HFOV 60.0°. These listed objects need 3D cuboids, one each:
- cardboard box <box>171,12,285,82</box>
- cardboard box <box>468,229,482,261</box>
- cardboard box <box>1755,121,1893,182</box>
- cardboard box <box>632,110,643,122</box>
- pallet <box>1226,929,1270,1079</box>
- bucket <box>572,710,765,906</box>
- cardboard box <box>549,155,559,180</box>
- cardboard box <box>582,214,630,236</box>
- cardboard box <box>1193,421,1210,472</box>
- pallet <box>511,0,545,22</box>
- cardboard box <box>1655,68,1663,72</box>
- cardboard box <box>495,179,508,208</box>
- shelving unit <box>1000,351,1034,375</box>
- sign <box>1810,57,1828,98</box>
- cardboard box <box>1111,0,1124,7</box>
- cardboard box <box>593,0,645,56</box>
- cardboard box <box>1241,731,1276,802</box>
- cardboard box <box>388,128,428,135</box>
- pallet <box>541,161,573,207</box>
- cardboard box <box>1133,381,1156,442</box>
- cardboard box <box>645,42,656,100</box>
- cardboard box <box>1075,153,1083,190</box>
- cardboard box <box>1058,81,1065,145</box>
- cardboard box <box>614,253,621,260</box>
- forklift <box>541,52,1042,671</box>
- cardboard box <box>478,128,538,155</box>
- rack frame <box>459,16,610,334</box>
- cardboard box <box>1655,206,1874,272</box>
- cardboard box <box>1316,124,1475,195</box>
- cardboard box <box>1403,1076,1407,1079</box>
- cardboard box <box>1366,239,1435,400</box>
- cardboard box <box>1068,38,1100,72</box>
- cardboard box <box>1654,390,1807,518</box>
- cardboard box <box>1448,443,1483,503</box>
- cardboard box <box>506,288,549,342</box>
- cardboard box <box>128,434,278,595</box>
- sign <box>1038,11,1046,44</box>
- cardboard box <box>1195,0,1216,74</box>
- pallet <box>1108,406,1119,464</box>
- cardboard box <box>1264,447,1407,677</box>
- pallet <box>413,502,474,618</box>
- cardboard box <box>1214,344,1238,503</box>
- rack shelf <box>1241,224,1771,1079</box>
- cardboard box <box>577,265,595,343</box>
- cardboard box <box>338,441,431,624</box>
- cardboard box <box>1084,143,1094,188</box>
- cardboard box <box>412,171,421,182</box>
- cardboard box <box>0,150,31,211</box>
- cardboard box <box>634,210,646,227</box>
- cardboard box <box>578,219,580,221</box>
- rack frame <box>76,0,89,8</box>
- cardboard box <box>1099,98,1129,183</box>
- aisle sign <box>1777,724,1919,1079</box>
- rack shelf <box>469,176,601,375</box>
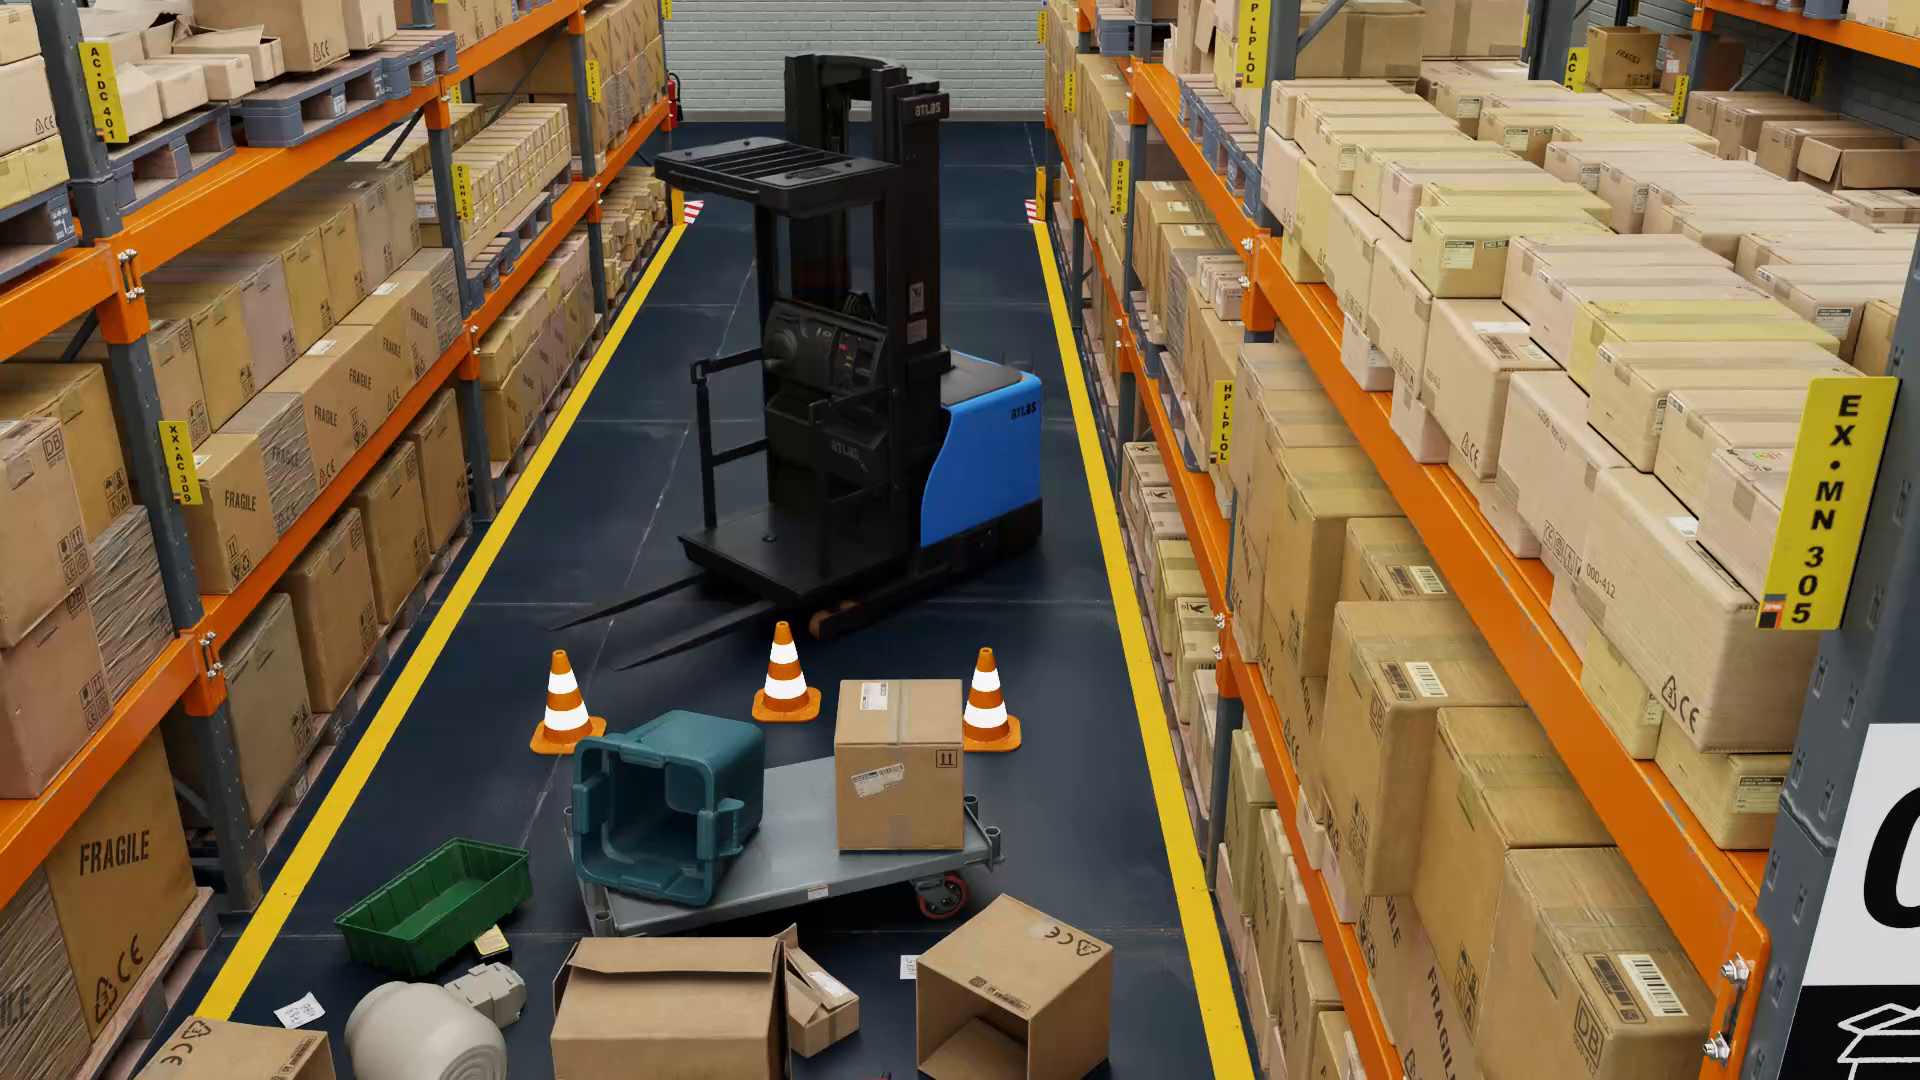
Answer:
[{"bbox_3d":[-3.216,-2.162,7.282,0.396,0.266,0.258,0,24,-1],"label":"cardboard box"},{"bbox_3d":[-3.257,-1.868,10.536,0.380,0.149,0.250,1,24,2],"label":"cardboard box"},{"bbox_3d":[6.213,-2.731,12.018,0.700,0.500,0.500,0,24,-1],"label":"cardboard box"},{"bbox_3d":[-3.269,-4.125,16.035,0.380,0.149,0.250,-1,24,-3],"label":"cardboard box"},{"bbox_3d":[1.584,1.636,6.377,1.003,0.211,1.213,0,24,-1],"label":"pallet"},{"bbox_3d":[-1.100,0.997,6.533,0.726,0.611,0.620,8,16,18],"label":"bucket"},{"bbox_3d":[-3.288,-2.848,12.703,0.380,0.149,0.250,0,24,-1],"label":"cardboard box"},{"bbox_3d":[-3.233,-2.881,15.207,0.380,0.149,0.250,0,24,1],"label":"cardboard box"},{"bbox_3d":[1.236,-0.414,7.320,0.380,0.149,0.250,-1,24,-1],"label":"cardboard box"},{"bbox_3d":[-3.580,-3.743,11.473,1.213,0.211,1.003,0,24,-1],"label":"pallet"},{"bbox_3d":[6.649,-4.546,16.483,0.500,0.250,0.500,0,24,0],"label":"cardboard box"},{"bbox_3d":[-3.271,-2.336,11.210,0.380,0.149,0.250,0,24,0],"label":"cardboard box"},{"bbox_3d":[0.351,-0.639,10.389,0.215,1.050,0.252,2,24,4],"label":"shelving unit"},{"bbox_3d":[6.973,-3.763,13.525,0.100,0.325,0.005,0,24,-1],"label":"sign"},{"bbox_3d":[1.297,-3.570,10.233,0.700,0.500,0.500,-1,24,-3],"label":"cardboard box"},{"bbox_3d":[-3.264,-4.818,15.568,0.500,0.500,0.500,1,24,2],"label":"cardboard box"},{"bbox_3d":[1.219,0.809,5.951,0.380,0.149,0.250,0,24,0],"label":"cardboard box"},{"bbox_3d":[-3.937,-2.899,12.092,0.380,0.149,0.250,0,24,-1],"label":"cardboard box"},{"bbox_3d":[-3.632,-2.741,12.903,1.003,0.211,1.213,0,24,-1],"label":"pallet"},{"bbox_3d":[1.573,-1.068,11.040,0.875,0.875,0.875,0,24,-1],"label":"cardboard box"},{"bbox_3d":[-3.275,-4.577,16.248,0.500,0.500,0.500,-1,24,-1],"label":"cardboard box"},{"bbox_3d":[1.195,-2.957,13.330,0.500,0.250,0.500,-1,24,-2],"label":"cardboard box"},{"bbox_3d":[1.162,-3.862,15.029,0.500,0.500,0.500,-1,24,-1],"label":"cardboard box"},{"bbox_3d":[-3.287,-2.504,15.096,0.380,0.149,0.250,-1,24,-2],"label":"cardboard box"},{"bbox_3d":[-0.893,-1.024,8.956,1.130,2.935,3.031,22,32,40],"label":"forklift"},{"bbox_3d":[-3.288,-2.901,12.097,0.380,0.149,0.250,-1,24,-2],"label":"cardboard box"},{"bbox_3d":[-3.494,-3.144,13.561,1.000,3.000,0.127,0,24,-1],"label":"rack frame"},{"bbox_3d":[1.800,-0.653,3.751,0.380,0.149,0.250,0,24,1],"label":"cardboard box"},{"bbox_3d":[1.221,-1.071,4.676,0.380,0.149,0.250,0,24,-1],"label":"cardboard box"},{"bbox_3d":[1.239,1.383,3.858,0.380,0.149,0.250,0,24,0],"label":"cardboard box"},{"bbox_3d":[1.288,-0.536,3.975,0.500,0.250,0.500,0,24,0],"label":"cardboard box"},{"bbox_3d":[1.173,-3.902,13.903,0.500,0.500,0.500,0,24,-1],"label":"cardboard box"},{"bbox_3d":[1.322,-0.123,2.579,0.380,0.149,0.250,0,24,0],"label":"cardboard box"},{"bbox_3d":[1.316,-0.189,3.692,0.380,0.149,0.250,-1,24,-2],"label":"cardboard box"},{"bbox_3d":[-3.214,-1.588,11.735,0.500,0.250,0.500,0,24,0],"label":"cardboard box"},{"bbox_3d":[-3.144,-0.111,6.734,0.500,0.500,0.500,0,24,0],"label":"cardboard box"},{"bbox_3d":[0.856,-5.287,17.152,0.100,0.325,0.005,0,24,-1],"label":"sign"},{"bbox_3d":[1.543,-2.345,8.029,0.797,0.503,0.637,0,24,-1],"label":"cardboard box"},{"bbox_3d":[1.565,-0.614,11.352,1.003,0.211,1.213,0,24,-1],"label":"pallet"},{"bbox_3d":[1.292,0.052,4.799,0.700,0.500,0.500,-1,24,-2],"label":"cardboard box"},{"bbox_3d":[-3.517,0.100,9.772,1.003,0.211,1.213,0,24,-1],"label":"pallet"},{"bbox_3d":[1.307,-0.473,6.664,0.500,0.500,0.500,-1,24,-2],"label":"cardboard box"},{"bbox_3d":[1.563,-0.126,4.122,1.077,0.370,4.000,0,24,-1],"label":"rack shelf"},{"bbox_3d":[-3.234,-1.892,13.318,0.500,0.500,0.500,-1,24,-2],"label":"cardboard box"},{"bbox_3d":[-3.521,-0.050,8.942,1.050,0.750,0.750,0,24,0],"label":"cardboard box"},{"bbox_3d":[1.190,-2.762,12.292,0.500,0.250,0.500,0,24,0],"label":"cardboard box"},{"bbox_3d":[-3.928,-2.441,11.442,0.380,0.149,0.250,0,24,1],"label":"cardboard box"},{"bbox_3d":[-3.080,-1.084,5.041,0.380,0.149,0.250,0,24,0],"label":"cardboard box"},{"bbox_3d":[-3.237,-3.071,15.988,0.380,0.149,0.250,1,24,2],"label":"cardboard box"},{"bbox_3d":[-3.739,-3.093,15.676,0.380,0.149,0.250,0,24,0],"label":"cardboard box"},{"bbox_3d":[-8.499,-4.811,17.248,1.000,3.000,0.127,0,24,-1],"label":"rack frame"},{"bbox_3d":[1.218,-2.689,11.220,0.500,0.500,0.500,0,24,-1],"label":"cardboard box"},{"bbox_3d":[1.296,0.579,2.174,0.394,0.787,0.004,0,24,-1],"label":"aisle sign"},{"bbox_3d":[-3.473,-1.992,11.887,1.077,0.370,4.000,0,24,-1],"label":"rack shelf"}]
